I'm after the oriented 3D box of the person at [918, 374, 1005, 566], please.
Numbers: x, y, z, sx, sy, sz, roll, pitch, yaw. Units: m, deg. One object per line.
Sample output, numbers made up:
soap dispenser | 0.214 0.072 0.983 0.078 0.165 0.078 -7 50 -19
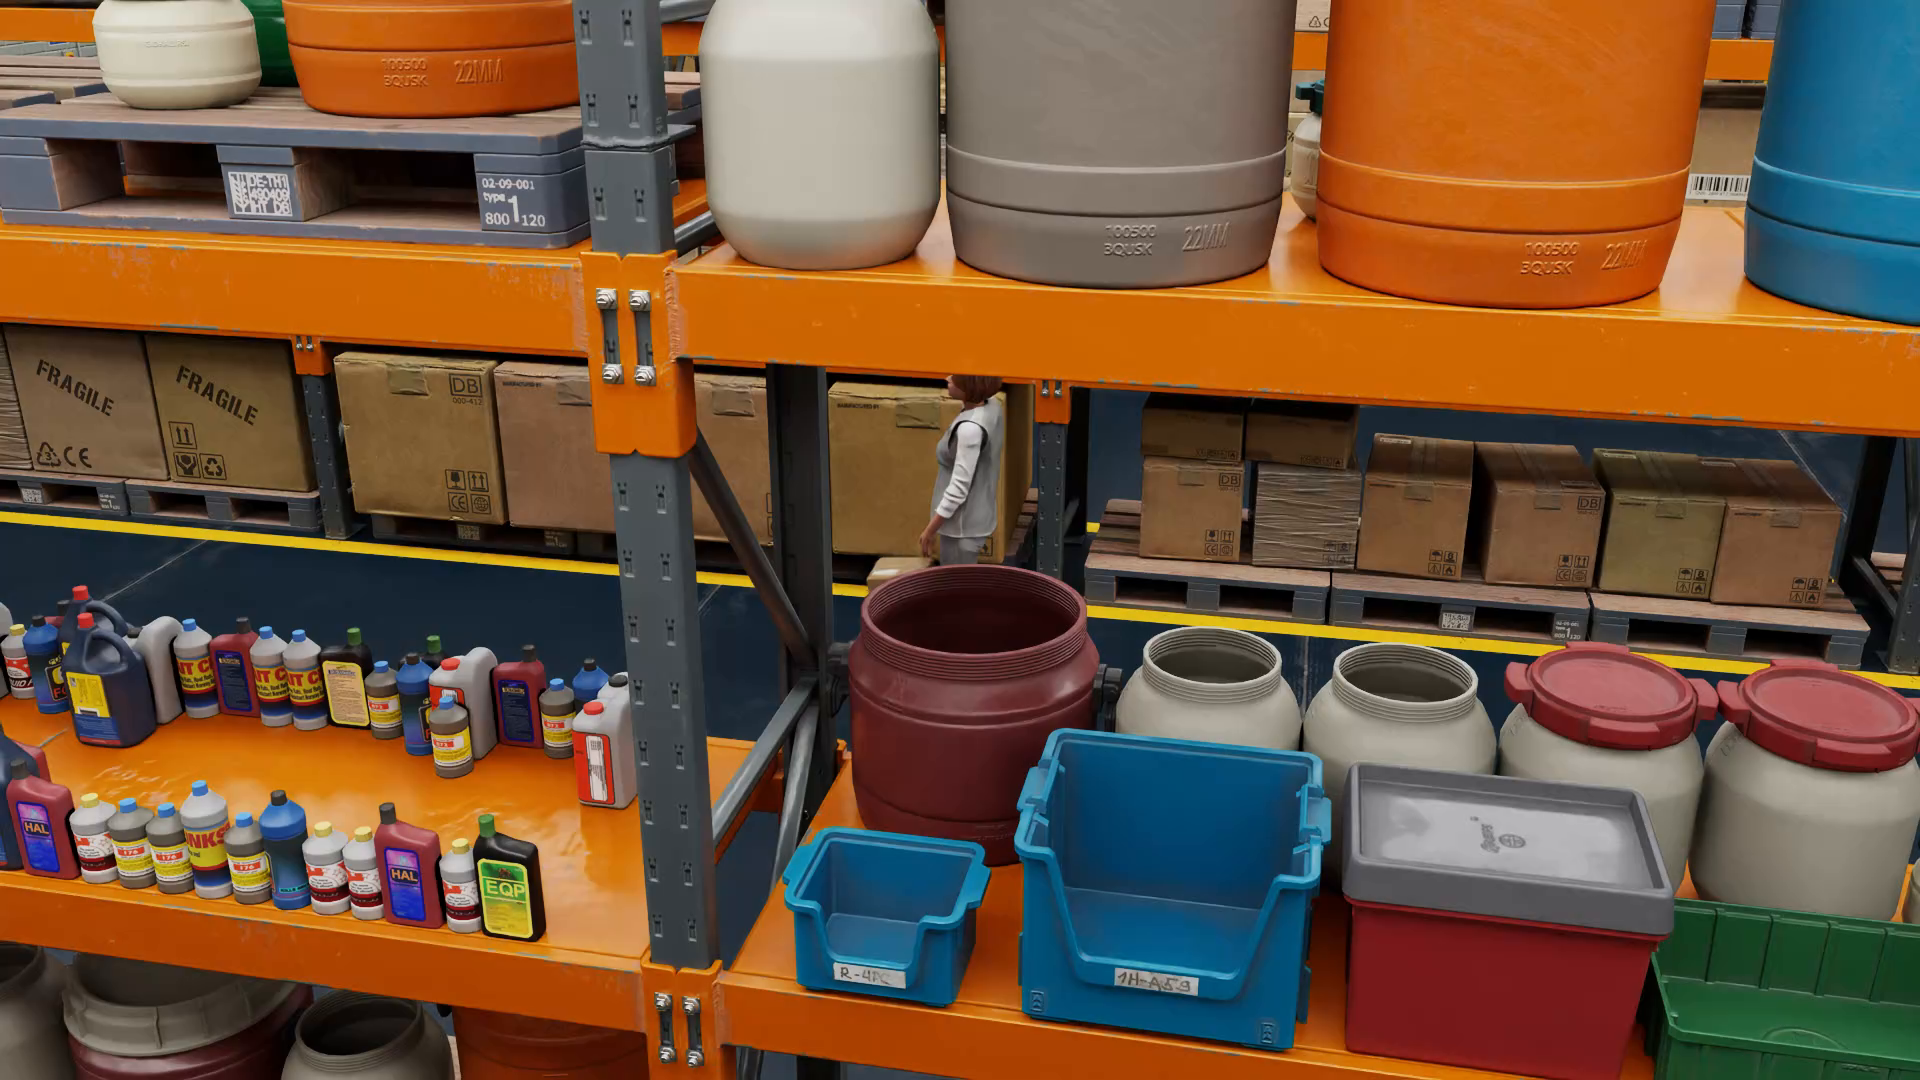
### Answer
person | -0.053 -0.070 7.255 0.474 1.597 0.501 4 22 11
